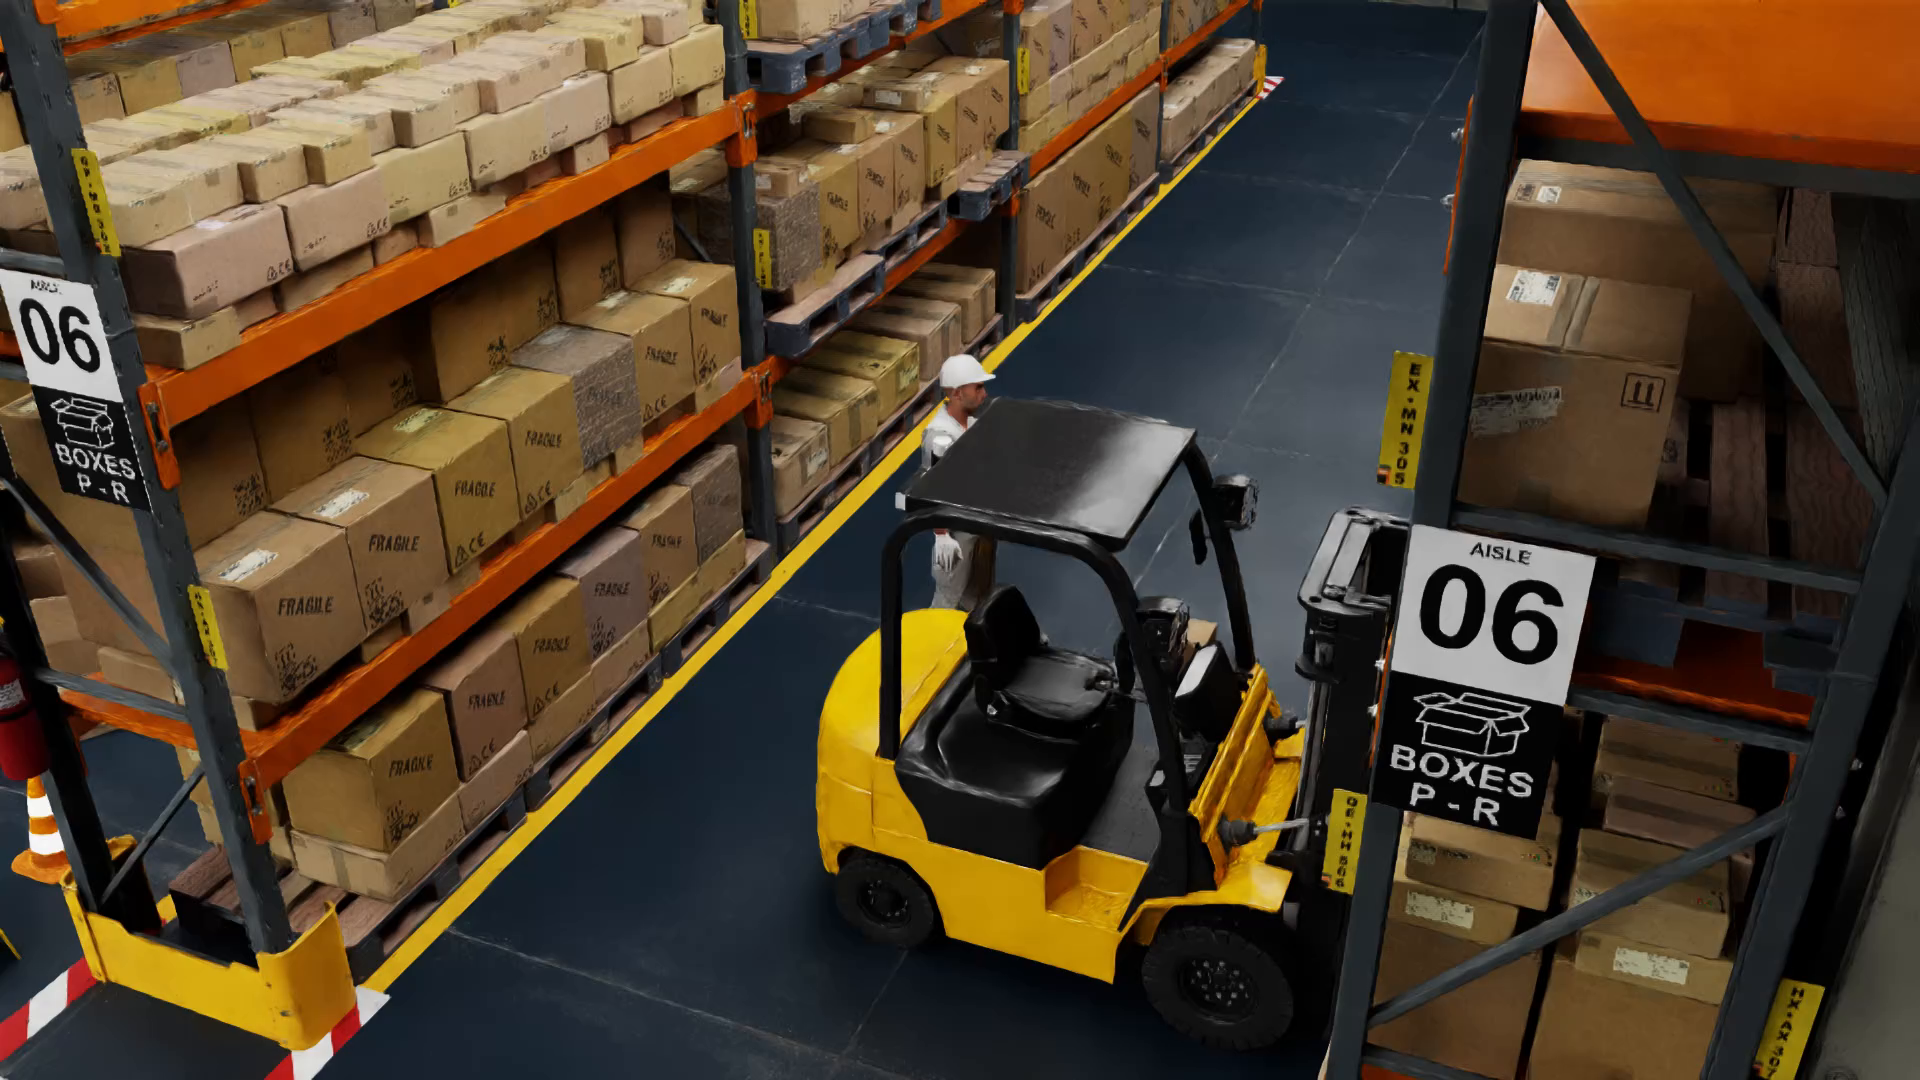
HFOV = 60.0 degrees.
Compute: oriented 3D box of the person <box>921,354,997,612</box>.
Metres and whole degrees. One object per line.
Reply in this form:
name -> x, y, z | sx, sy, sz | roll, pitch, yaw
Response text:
person -> 0.062, -0.120, 8.519 | 0.396, 1.798, 0.662 | 16, 33, 26
